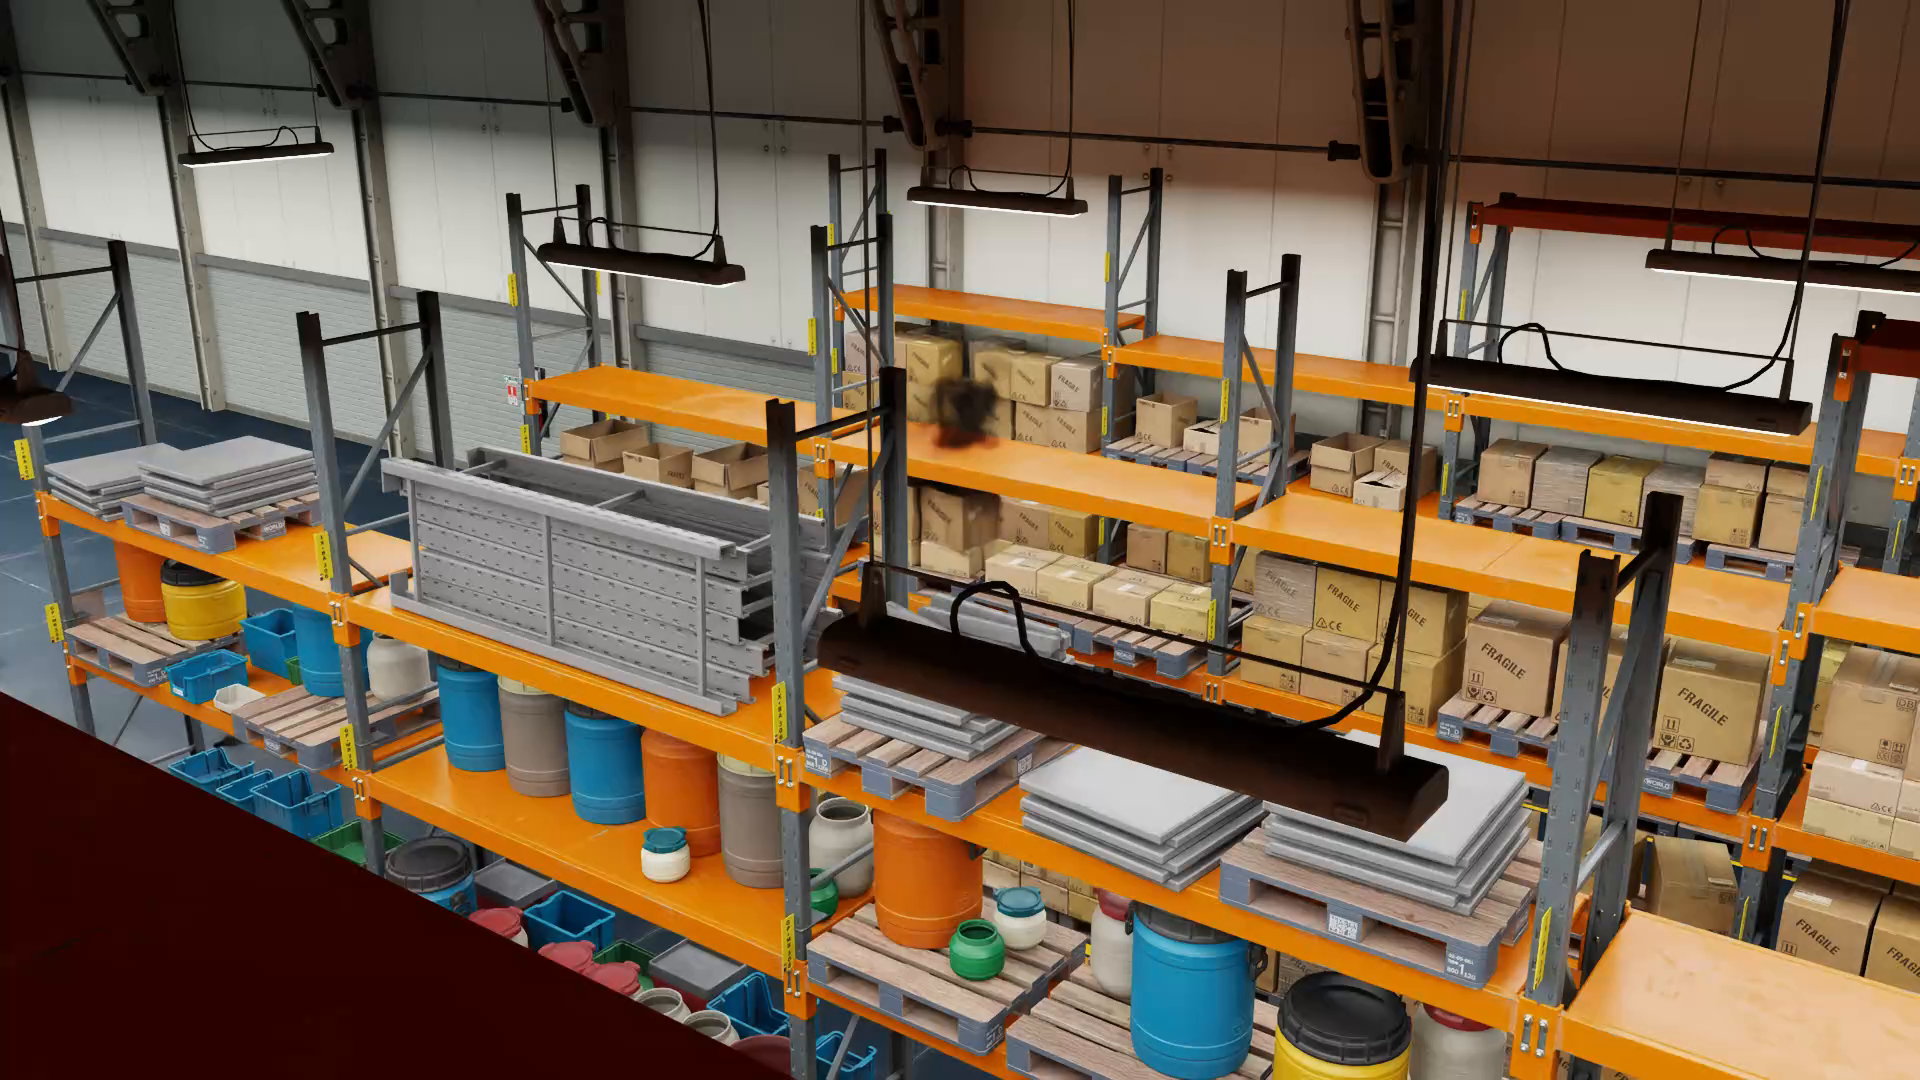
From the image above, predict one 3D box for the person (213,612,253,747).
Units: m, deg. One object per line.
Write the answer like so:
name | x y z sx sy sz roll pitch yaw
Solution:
person | -7.801 1.426 18.160 0.888 1.735 0.649 -7 20 -19
